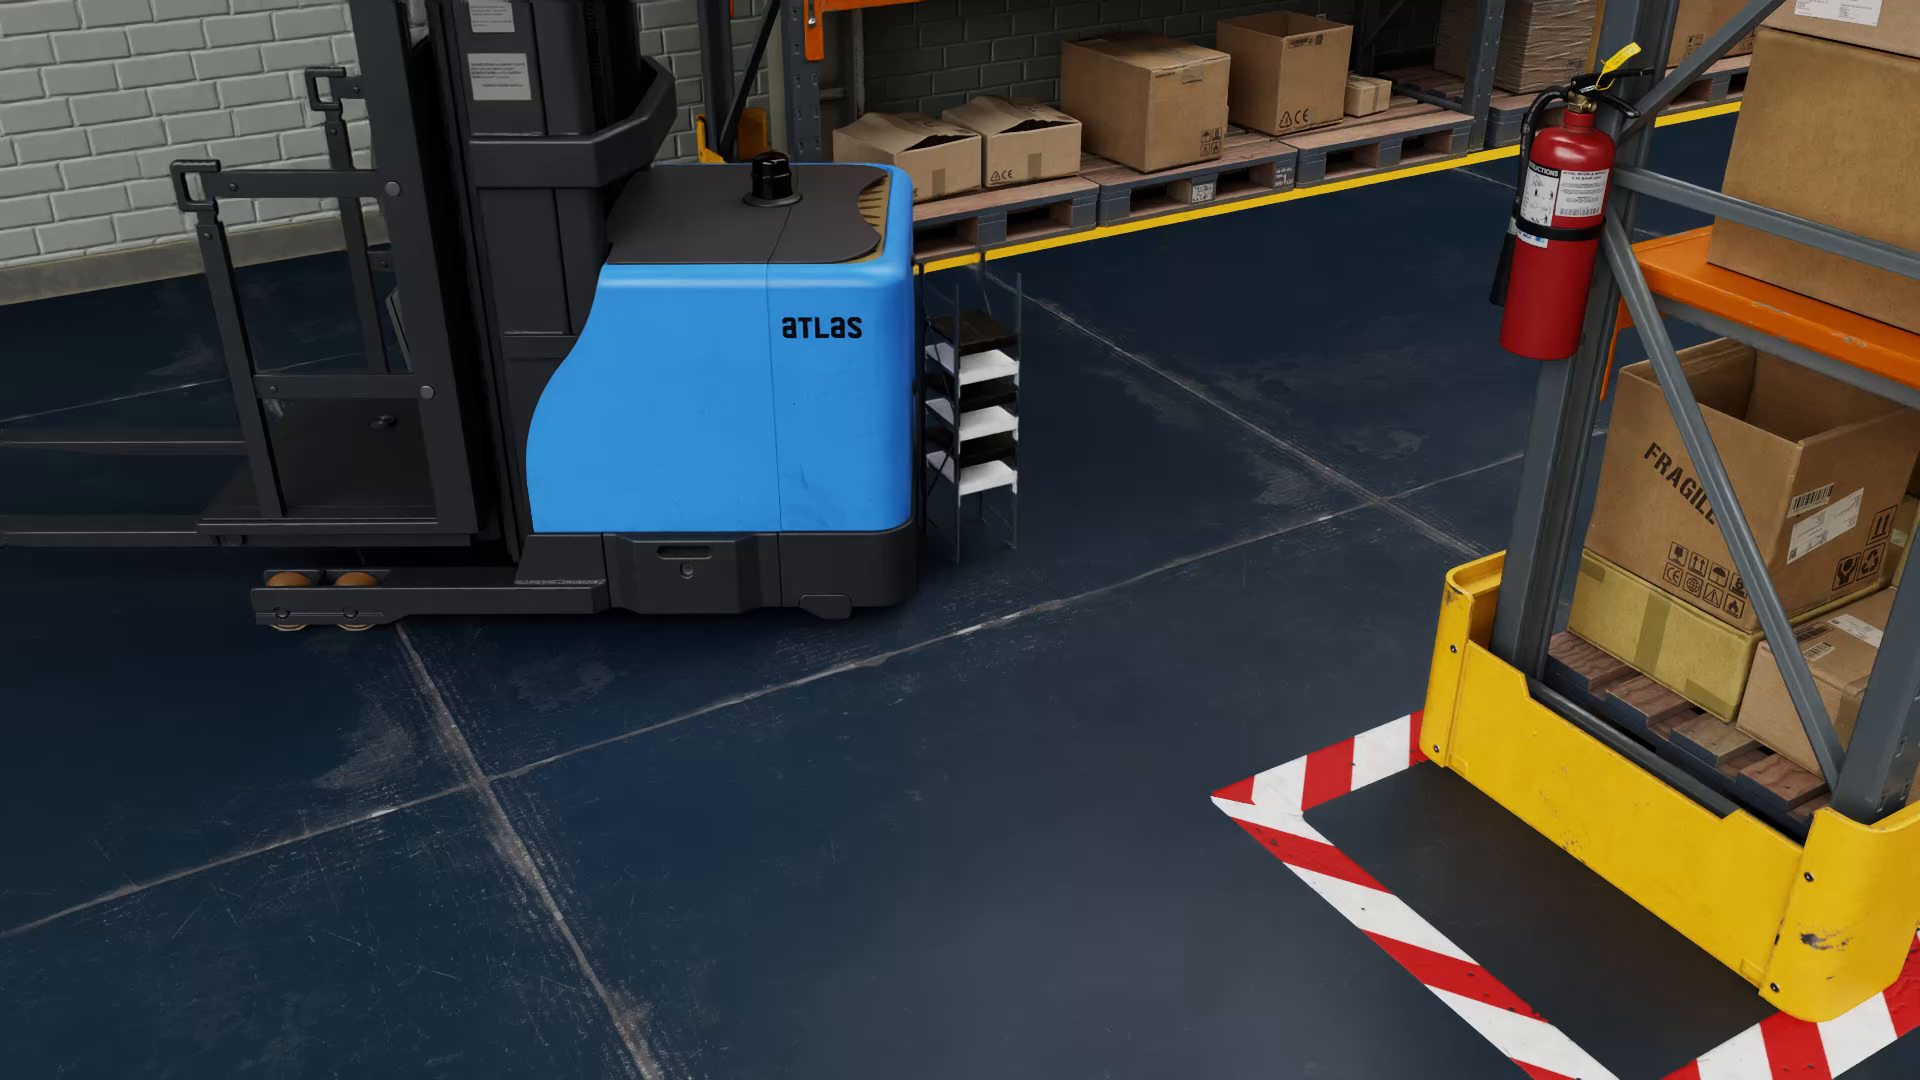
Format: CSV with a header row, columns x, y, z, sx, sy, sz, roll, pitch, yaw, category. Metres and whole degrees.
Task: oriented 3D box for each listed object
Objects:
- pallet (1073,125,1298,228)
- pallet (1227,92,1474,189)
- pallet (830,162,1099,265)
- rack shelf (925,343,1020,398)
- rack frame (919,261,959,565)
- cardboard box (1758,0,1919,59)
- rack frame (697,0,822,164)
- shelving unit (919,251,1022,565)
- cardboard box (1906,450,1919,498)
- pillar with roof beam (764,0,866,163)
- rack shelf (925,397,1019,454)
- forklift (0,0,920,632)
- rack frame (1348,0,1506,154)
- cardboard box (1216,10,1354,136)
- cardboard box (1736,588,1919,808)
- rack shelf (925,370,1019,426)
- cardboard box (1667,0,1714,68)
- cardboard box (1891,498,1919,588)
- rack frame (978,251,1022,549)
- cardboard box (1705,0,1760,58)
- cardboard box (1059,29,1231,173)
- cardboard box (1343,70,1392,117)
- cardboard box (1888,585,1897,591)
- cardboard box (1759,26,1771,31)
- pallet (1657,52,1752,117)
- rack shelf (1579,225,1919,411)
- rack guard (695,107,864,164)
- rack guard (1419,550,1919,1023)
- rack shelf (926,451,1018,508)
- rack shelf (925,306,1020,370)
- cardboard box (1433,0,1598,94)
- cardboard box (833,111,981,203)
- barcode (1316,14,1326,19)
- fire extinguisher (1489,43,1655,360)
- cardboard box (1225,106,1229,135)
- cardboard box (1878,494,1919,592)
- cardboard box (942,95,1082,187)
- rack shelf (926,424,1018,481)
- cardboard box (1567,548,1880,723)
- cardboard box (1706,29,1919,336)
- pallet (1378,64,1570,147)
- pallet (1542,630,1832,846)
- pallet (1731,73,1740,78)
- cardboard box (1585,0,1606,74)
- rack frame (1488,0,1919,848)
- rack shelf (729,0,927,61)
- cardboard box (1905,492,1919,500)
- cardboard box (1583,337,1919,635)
x,y,z,sx,sy,sz,roll,pitch,yaw,category
0.945,-1.936,8.539,1.213,0.211,1.003,-16,33,-26,pallet
1.998,-2.236,9.083,1.213,0.211,1.003,-16,33,-26,pallet
-0.105,-1.639,8.001,1.213,0.211,1.003,-16,33,-26,pallet
0.028,-0.521,4.960,0.200,0.077,0.258,-14,32,-24,rack shelf
-0.061,-0.370,4.989,0.006,0.900,0.240,-14,32,-24,rack frame
1.856,-1.095,3.355,0.250,0.149,0.380,-16,33,-27,cardboard box
-0.889,-2.657,6.960,0.127,3.000,1.000,-16,33,-26,rack frame
0.028,-0.393,5.030,0.210,0.900,0.258,-14,32,-24,shelving unit
2.790,-0.409,4.521,0.500,0.500,0.500,-16,33,-26,cardboard box
1.457,-4.022,3.224,0.400,9.000,9.100,-16,33,-26,pillar with roof beam
0.028,-0.364,5.047,0.200,0.077,0.258,-14,32,-24,rack shelf
-1.647,-1.278,4.532,3.031,2.935,1.130,0,29,0,forklift
2.559,-3.636,8.734,0.127,3.000,1.000,-16,33,-26,rack frame
1.685,-2.464,8.741,0.500,0.500,0.500,-19,34,-30,cardboard box
2.199,0.387,3.855,0.500,0.250,0.500,-16,33,-26,cardboard box
0.028,-0.442,5.003,0.200,0.077,0.258,-14,32,-24,rack shelf
4.066,-3.177,10.034,0.500,0.500,0.700,-15,32,-26,cardboard box
2.629,-0.064,3.897,0.500,0.500,0.500,-16,33,-26,cardboard box
0.118,-0.416,5.072,0.006,0.900,0.240,-14,32,-24,rack frame
4.497,-3.304,10.265,0.500,0.500,0.700,-16,33,-27,cardboard box
0.902,-2.185,8.237,0.500,0.500,0.700,-18,34,-29,cardboard box
2.113,-2.445,9.053,0.250,0.166,0.380,-21,35,-33,cardboard box
2.628,0.263,4.080,0.500,0.250,0.500,-16,33,-26,cardboard box
4.911,-3.438,10.507,0.500,0.500,0.700,-16,33,-26,cardboard box
4.283,-2.907,10.299,1.213,0.211,1.003,-16,33,-26,pallet
3.348,-0.769,4.283,4.000,0.370,1.077,-16,33,-26,rack shelf
-0.824,-1.581,7.598,0.348,0.500,1.175,-16,33,-26,rack guard
1.603,0.506,3.816,0.348,0.500,1.175,-16,33,-26,rack guard
0.028,-0.206,5.134,0.200,0.077,0.258,-14,32,-24,rack shelf
0.028,-0.600,4.916,0.200,0.077,0.258,-14,32,-24,rack shelf
3.186,-2.921,9.571,0.500,0.500,0.700,-15,32,-25,cardboard box
-0.247,-1.804,7.742,0.500,0.311,0.500,-20,35,-32,cardboard box
1.972,-2.842,9.096,0.075,0.075,0.001,-16,33,-26,barcode
1.286,-0.725,3.539,0.183,0.674,0.296,-16,33,-26,fire extinguisher
1.170,-2.197,8.622,0.250,0.149,0.380,-19,34,-30,cardboard box
2.361,0.044,4.477,0.500,0.250,0.500,-16,33,-26,cardboard box
0.244,-1.944,7.995,0.500,0.311,0.500,-13,31,-22,cardboard box
0.028,-0.285,5.090,0.200,0.077,0.258,-14,32,-24,rack shelf
1.936,0.171,4.246,0.500,0.250,0.500,-16,33,-26,cardboard box
2.033,-0.747,3.396,0.500,0.500,0.700,-16,33,-26,cardboard box
3.230,-2.606,9.754,1.213,0.211,1.003,-16,33,-26,pallet
2.262,0.422,4.267,1.213,0.211,1.003,-16,33,-26,pallet
5.334,-3.204,10.837,1.213,0.211,1.003,-16,33,-26,pallet
3.606,-3.069,9.838,0.500,0.500,0.700,-17,33,-27,cardboard box
1.624,-0.594,3.222,0.127,3.000,1.000,-16,33,-26,rack frame
0.835,-2.832,8.021,4.000,0.370,1.077,-16,33,-26,rack shelf
2.791,-0.079,4.700,0.500,0.250,0.500,-16,33,-26,cardboard box
1.935,-0.158,4.067,0.500,0.500,0.500,-16,33,-26,cardboard box
